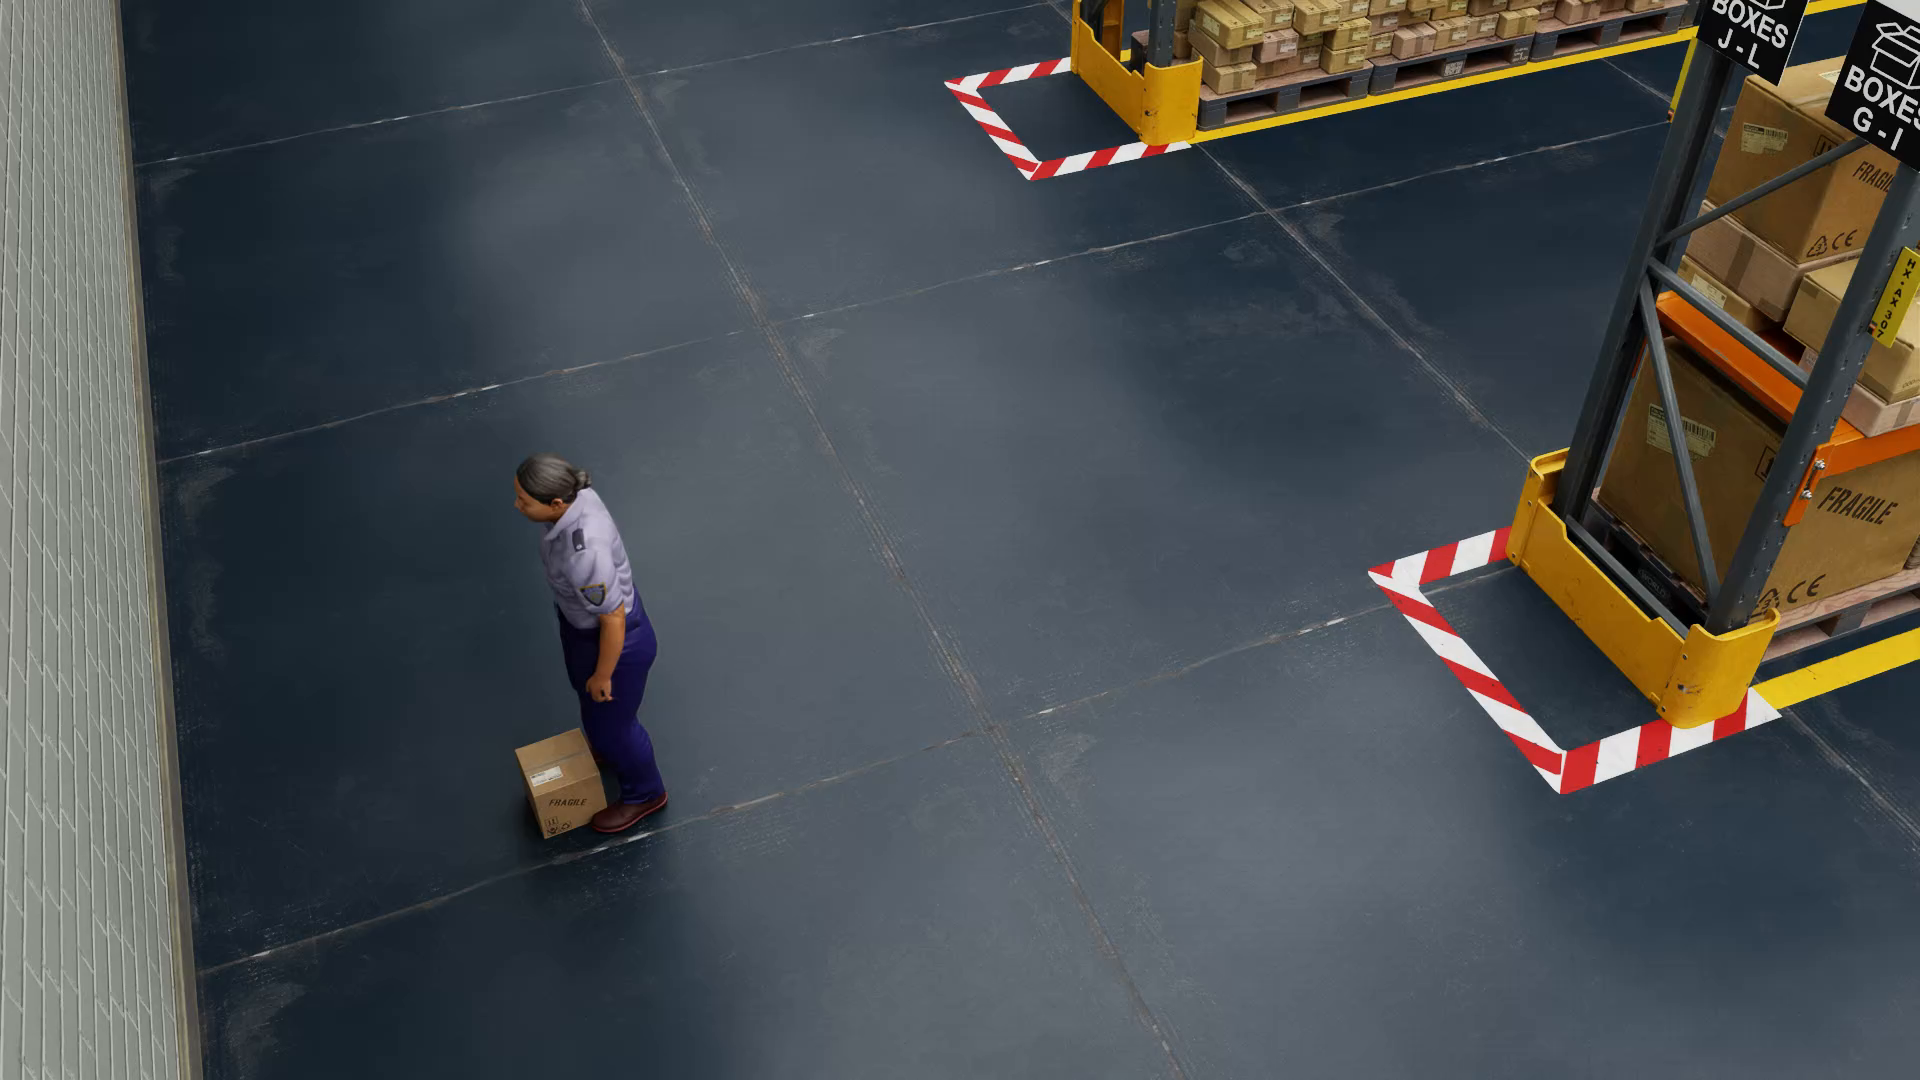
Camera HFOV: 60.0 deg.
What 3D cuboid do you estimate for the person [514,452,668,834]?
[{"bbox_3d":[-1.268,0.322,5.808,0.371,1.652,0.538,-15,44,-16],"label":"person"}]
